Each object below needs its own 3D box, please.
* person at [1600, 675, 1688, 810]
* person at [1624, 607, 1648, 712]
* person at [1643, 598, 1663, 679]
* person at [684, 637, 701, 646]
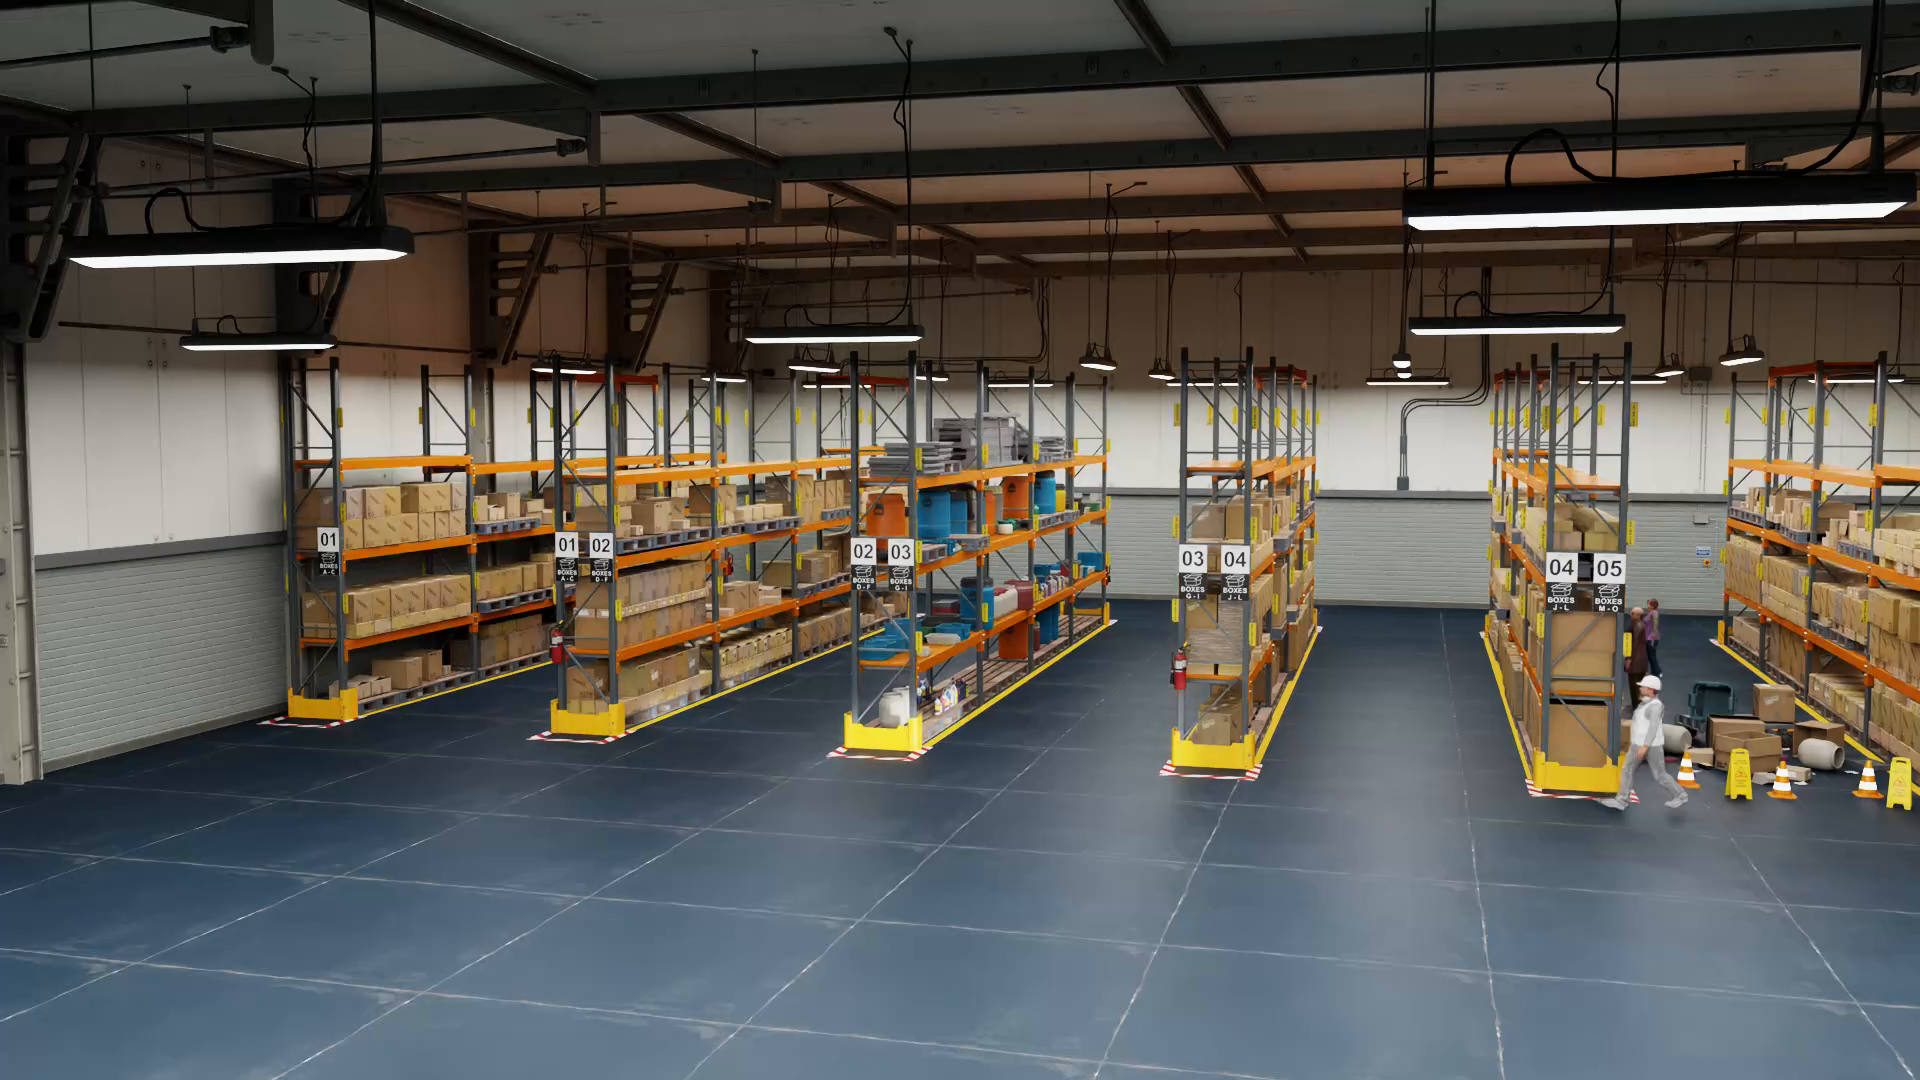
[{"bbox_3d":[8.735,2.587,21.123,1.027,1.739,0.521,-1,4,-9],"label":"person"},{"bbox_3d":[11.505,2.031,28.295,0.639,1.789,0.447,-4,6,-44],"label":"person"},{"bbox_3d":[13.095,1.894,31.438,0.356,1.603,0.418,2,5,29],"label":"person"},{"bbox_3d":[-5.801,1.602,35.714,0.481,1.544,0.908,1,4,9],"label":"person"}]
